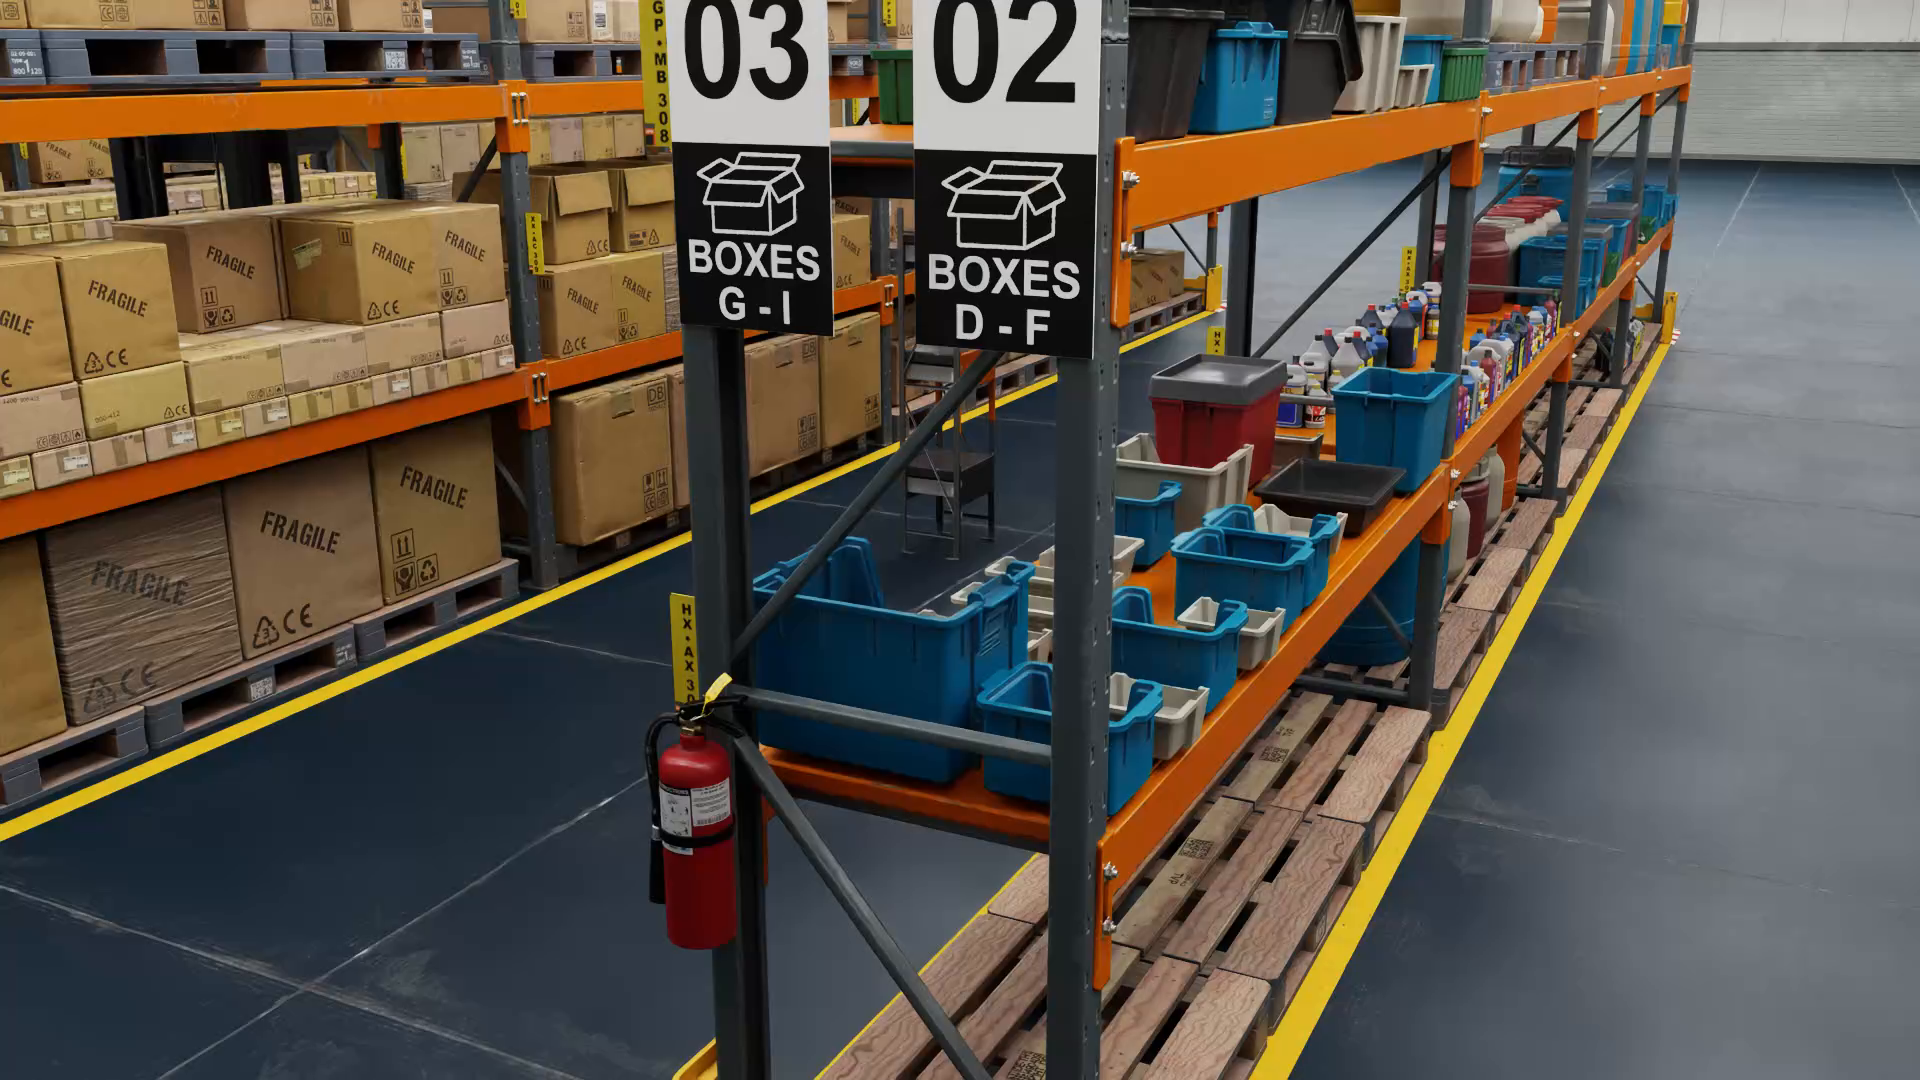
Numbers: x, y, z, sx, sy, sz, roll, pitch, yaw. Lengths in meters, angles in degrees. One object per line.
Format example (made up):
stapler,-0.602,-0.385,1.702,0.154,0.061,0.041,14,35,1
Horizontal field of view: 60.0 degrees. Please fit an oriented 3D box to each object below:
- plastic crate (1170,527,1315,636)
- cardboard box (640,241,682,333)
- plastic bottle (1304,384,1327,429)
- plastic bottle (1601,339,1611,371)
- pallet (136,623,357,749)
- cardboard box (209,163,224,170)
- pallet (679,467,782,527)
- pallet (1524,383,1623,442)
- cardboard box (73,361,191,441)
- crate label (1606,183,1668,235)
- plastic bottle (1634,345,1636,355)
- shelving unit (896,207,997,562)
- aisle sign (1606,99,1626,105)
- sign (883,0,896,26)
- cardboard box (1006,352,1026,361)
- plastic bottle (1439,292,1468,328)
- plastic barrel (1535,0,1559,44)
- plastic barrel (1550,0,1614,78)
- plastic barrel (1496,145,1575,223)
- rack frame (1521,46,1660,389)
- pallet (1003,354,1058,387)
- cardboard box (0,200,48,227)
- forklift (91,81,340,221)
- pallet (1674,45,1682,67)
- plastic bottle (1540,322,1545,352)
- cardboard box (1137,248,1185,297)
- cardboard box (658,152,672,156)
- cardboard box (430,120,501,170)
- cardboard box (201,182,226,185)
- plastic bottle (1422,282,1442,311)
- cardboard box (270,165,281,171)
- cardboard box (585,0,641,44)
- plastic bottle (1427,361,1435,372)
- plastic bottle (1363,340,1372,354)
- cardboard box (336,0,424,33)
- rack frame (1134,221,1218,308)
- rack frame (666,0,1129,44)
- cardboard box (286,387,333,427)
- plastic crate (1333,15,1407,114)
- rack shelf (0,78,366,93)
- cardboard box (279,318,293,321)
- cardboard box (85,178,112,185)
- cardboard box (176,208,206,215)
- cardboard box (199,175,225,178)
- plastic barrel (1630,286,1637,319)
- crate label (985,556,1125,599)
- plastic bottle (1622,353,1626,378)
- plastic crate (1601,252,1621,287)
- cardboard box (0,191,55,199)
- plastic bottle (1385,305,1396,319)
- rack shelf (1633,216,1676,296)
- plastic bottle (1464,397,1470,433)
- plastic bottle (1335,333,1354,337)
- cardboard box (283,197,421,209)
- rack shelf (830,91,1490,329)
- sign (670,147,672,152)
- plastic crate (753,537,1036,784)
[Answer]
plastic crate,0.844,0.128,5.014,0.416,0.233,0.300,8,18,25
cardboard box,-1.915,-1.605,10.485,0.500,0.500,0.500,8,18,24
plastic bottle,1.645,-0.621,7.697,0.097,0.201,0.097,0,17,0
plastic bottle,5.772,-1.657,14.834,0.061,0.283,0.133,8,18,25
pallet,-3.746,0.616,8.079,1.003,0.211,1.213,8,18,25
cardboard box,-8.541,-4.503,18.980,0.500,0.500,0.500,9,19,27
pallet,-1.971,-0.398,11.492,1.003,0.211,1.213,8,18,25
pallet,4.897,-1.082,13.797,1.003,0.211,1.213,8,18,25
cardboard box,-3.670,-0.617,7.074,0.500,0.250,0.500,7,18,24
crate label,6.420,-3.156,15.821,0.502,0.435,0.616,8,18,25
plastic bottle,6.177,-1.763,15.335,0.097,0.201,0.097,0,17,0
shelving unit,-0.074,-0.964,10.083,0.431,2.100,0.503,8,18,25
aisle sign,6.771,-4.945,17.338,0.394,0.787,0.004,8,18,25
sign,-0.512,-3.886,12.025,0.100,0.325,0.005,8,18,25
cardboard box,0.259,-1.994,15.587,0.700,0.500,0.500,8,18,25
plastic bottle,3.079,-1.457,10.380,0.152,0.276,0.135,8,18,25
plastic barrel,3.170,-3.306,9.626,0.600,0.830,0.708,8,18,25
plastic barrel,3.839,-3.137,10.352,0.421,0.512,0.421,0,17,0
plastic barrel,4.770,-2.804,13.817,0.600,0.901,0.708,8,18,25
rack frame,5.213,-2.624,14.090,1.000,3.000,0.127,8,18,25
pallet,0.436,-1.719,15.940,1.003,0.211,1.213,8,18,25
cardboard box,-6.597,-2.281,11.594,0.380,0.149,0.250,9,19,28
forklift,-4.778,-1.720,11.168,1.130,2.935,3.031,1,17,5
pallet,6.543,-4.792,16.453,1.003,0.211,1.213,8,18,25
plastic bottle,3.325,-1.192,9.619,0.097,0.201,0.097,0,17,0
cardboard box,2.276,-3.119,19.410,0.500,0.500,0.500,12,20,36
cardboard box,-1.640,-2.414,11.447,0.797,0.503,0.637,9,19,27
cardboard box,-4.736,-3.792,16.092,0.700,0.500,0.500,8,18,25
cardboard box,-5.786,-2.746,13.159,0.380,0.149,0.250,9,19,28
plastic bottle,2.943,-1.476,10.445,0.152,0.276,0.135,8,18,25
cardboard box,-8.200,-4.365,19.654,0.380,0.149,0.250,8,18,24
cardboard box,-2.222,-3.081,9.779,0.500,0.311,0.500,7,18,23
plastic bottle,2.104,-0.621,7.434,0.144,0.351,0.185,8,18,25
plastic bottle,2.034,-0.876,8.433,0.097,0.271,0.097,0,17,0
cardboard box,-3.088,-2.744,8.139,0.700,0.500,0.500,7,18,22
rack frame,2.570,-4.273,19.642,1.000,3.000,0.127,8,18,25
rack frame,-0.149,-2.443,2.945,1.000,3.000,0.127,8,18,25
cardboard box,-3.209,-0.649,7.883,0.380,0.149,0.250,8,18,24
plastic crate,1.118,-1.474,5.157,0.437,0.282,0.530,8,18,25
rack shelf,-6.291,-3.476,12.953,1.077,0.370,4.000,8,18,25
cardboard box,-3.463,-1.075,8.615,0.500,0.250,0.500,8,18,25
cardboard box,-9.239,-3.768,17.644,0.380,0.149,0.250,7,18,22
cardboard box,-6.015,-2.473,12.764,0.380,0.149,0.250,8,18,24
cardboard box,-6.127,-2.967,13.904,0.380,0.149,0.250,7,18,23
plastic barrel,6.775,-2.474,17.218,0.421,0.512,0.421,0,17,0
crate label,0.299,0.154,5.097,0.396,0.136,0.243,8,18,25
plastic bottle,5.748,-1.552,14.501,0.097,0.271,0.097,0,17,0
plastic crate,4.688,-2.043,12.506,0.450,0.188,0.662,8,18,25
cardboard box,-6.943,-2.500,12.333,0.380,0.149,0.250,7,18,24
plastic bottle,2.454,-1.213,9.565,0.097,0.271,0.097,0,17,0
rack shelf,6.107,-2.788,15.908,1.077,0.370,4.000,8,18,25
plastic bottle,2.279,-0.596,7.611,0.097,0.201,0.097,0,17,0
plastic bottle,1.974,-0.924,8.585,0.152,0.276,0.135,8,18,25
cardboard box,-3.235,-1.557,8.922,0.500,0.500,0.500,8,18,25
rack shelf,0.745,-1.170,5.190,1.077,0.370,4.000,8,18,25
sign,-3.120,-4.361,18.045,0.100,0.325,0.005,8,18,25
plastic crate,-0.166,0.278,4.153,0.616,0.435,0.499,8,18,25
